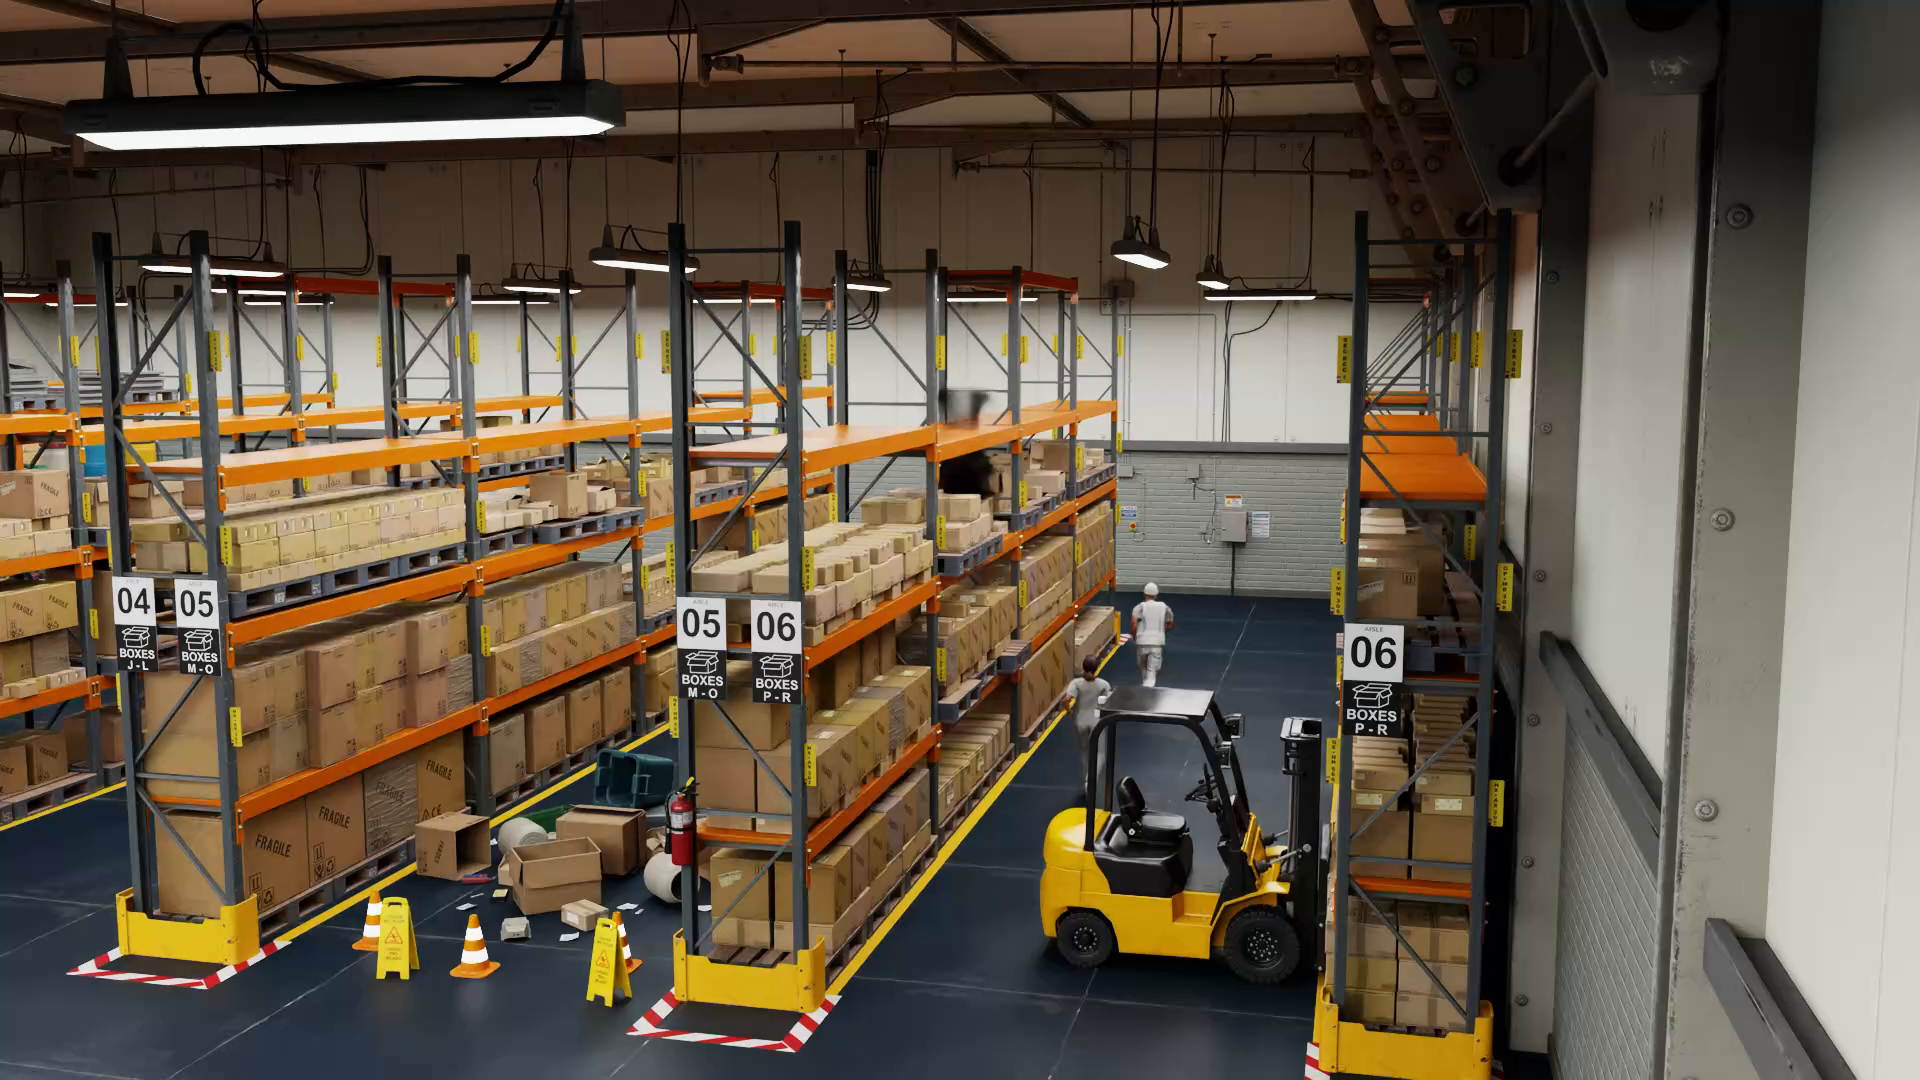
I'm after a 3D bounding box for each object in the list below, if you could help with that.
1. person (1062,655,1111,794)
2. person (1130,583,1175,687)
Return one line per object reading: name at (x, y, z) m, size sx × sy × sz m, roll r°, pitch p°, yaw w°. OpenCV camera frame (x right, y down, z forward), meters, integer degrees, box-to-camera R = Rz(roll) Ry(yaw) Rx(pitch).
person at (1.444, 2.083, 18.559) m, size 0.571 × 1.642 × 0.903 m, roll 2°, pitch 7°, yaw 12°
person at (2.658, 1.473, 22.954) m, size 0.622 × 1.726 × 0.864 m, roll 1°, pitch 7°, yaw 4°
